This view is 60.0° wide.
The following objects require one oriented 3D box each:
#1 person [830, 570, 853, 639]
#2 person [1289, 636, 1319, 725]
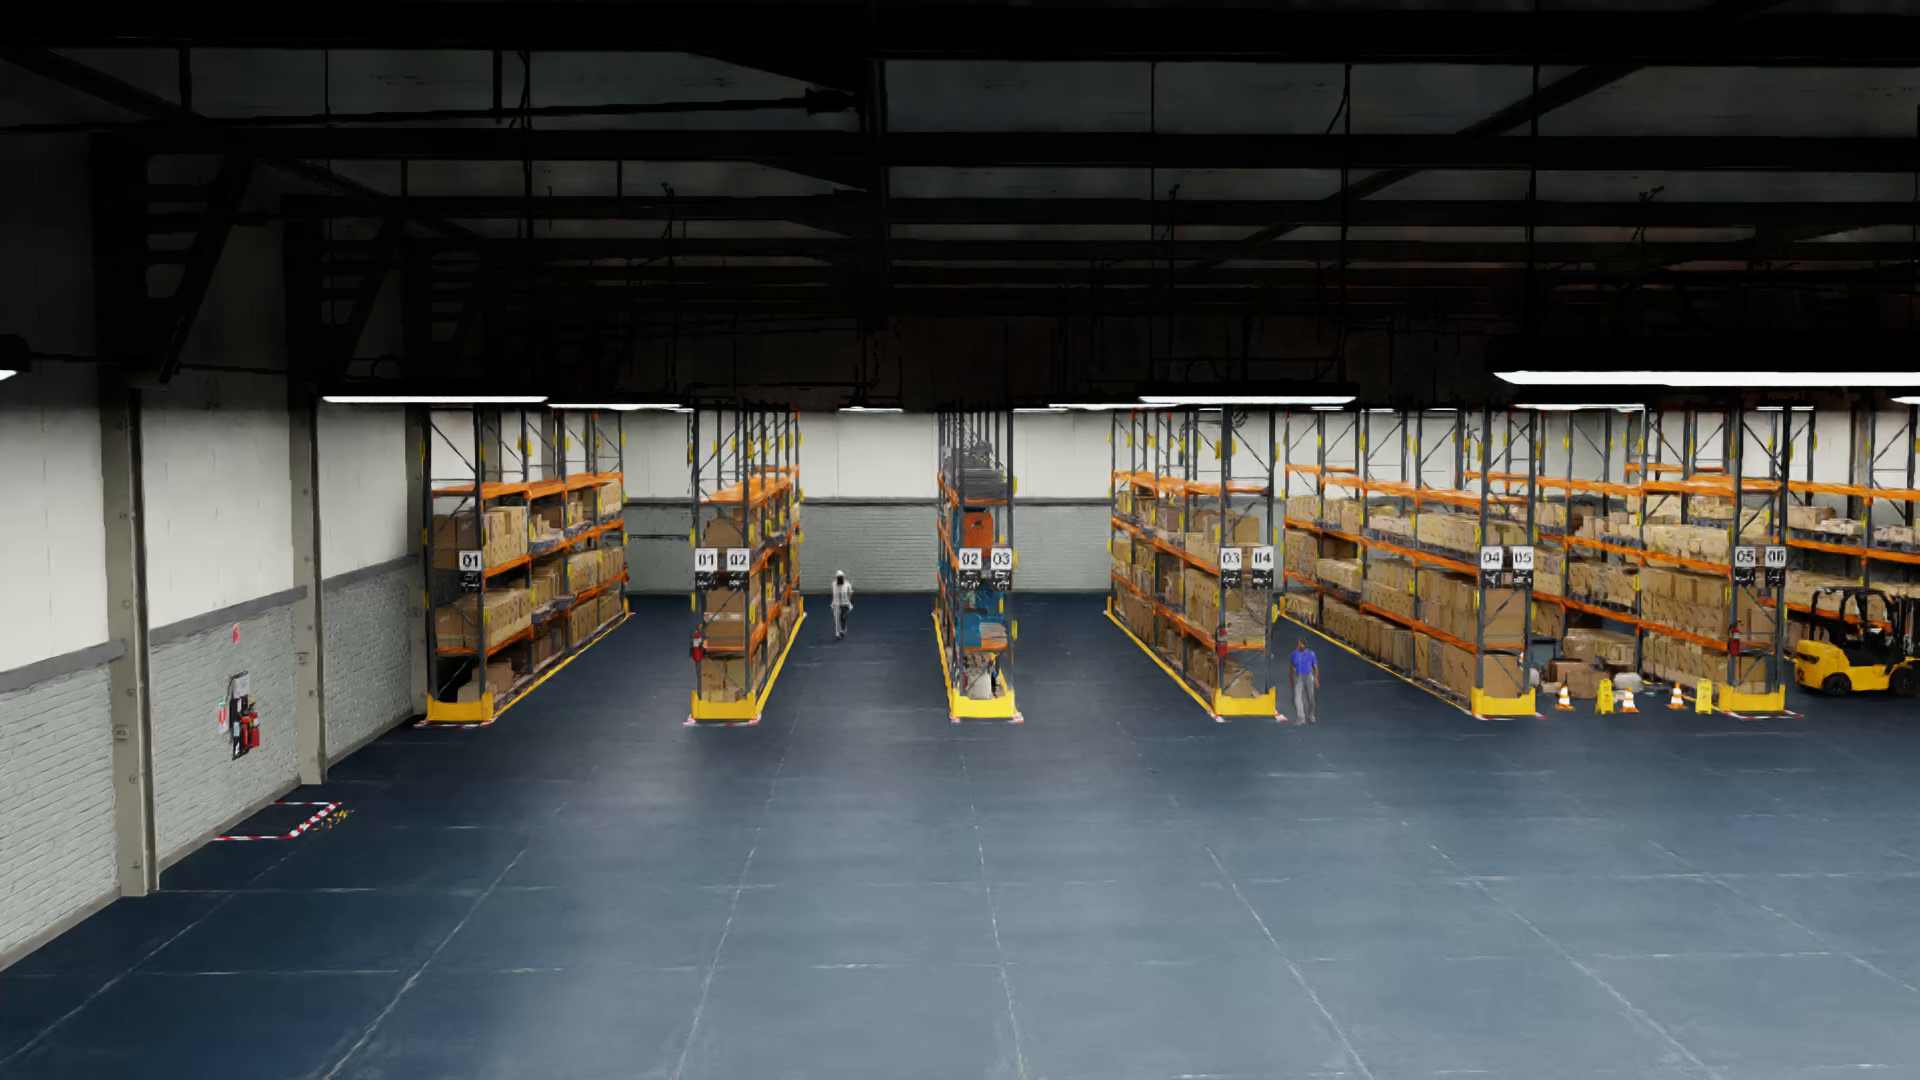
[{"bbox_3d":[-3.025,1.632,42.495,0.579,1.732,1.042,0,4,-3],"label":"person"},{"bbox_3d":[6.395,2.588,30.819,0.556,1.621,0.572,2,5,27],"label":"person"}]
